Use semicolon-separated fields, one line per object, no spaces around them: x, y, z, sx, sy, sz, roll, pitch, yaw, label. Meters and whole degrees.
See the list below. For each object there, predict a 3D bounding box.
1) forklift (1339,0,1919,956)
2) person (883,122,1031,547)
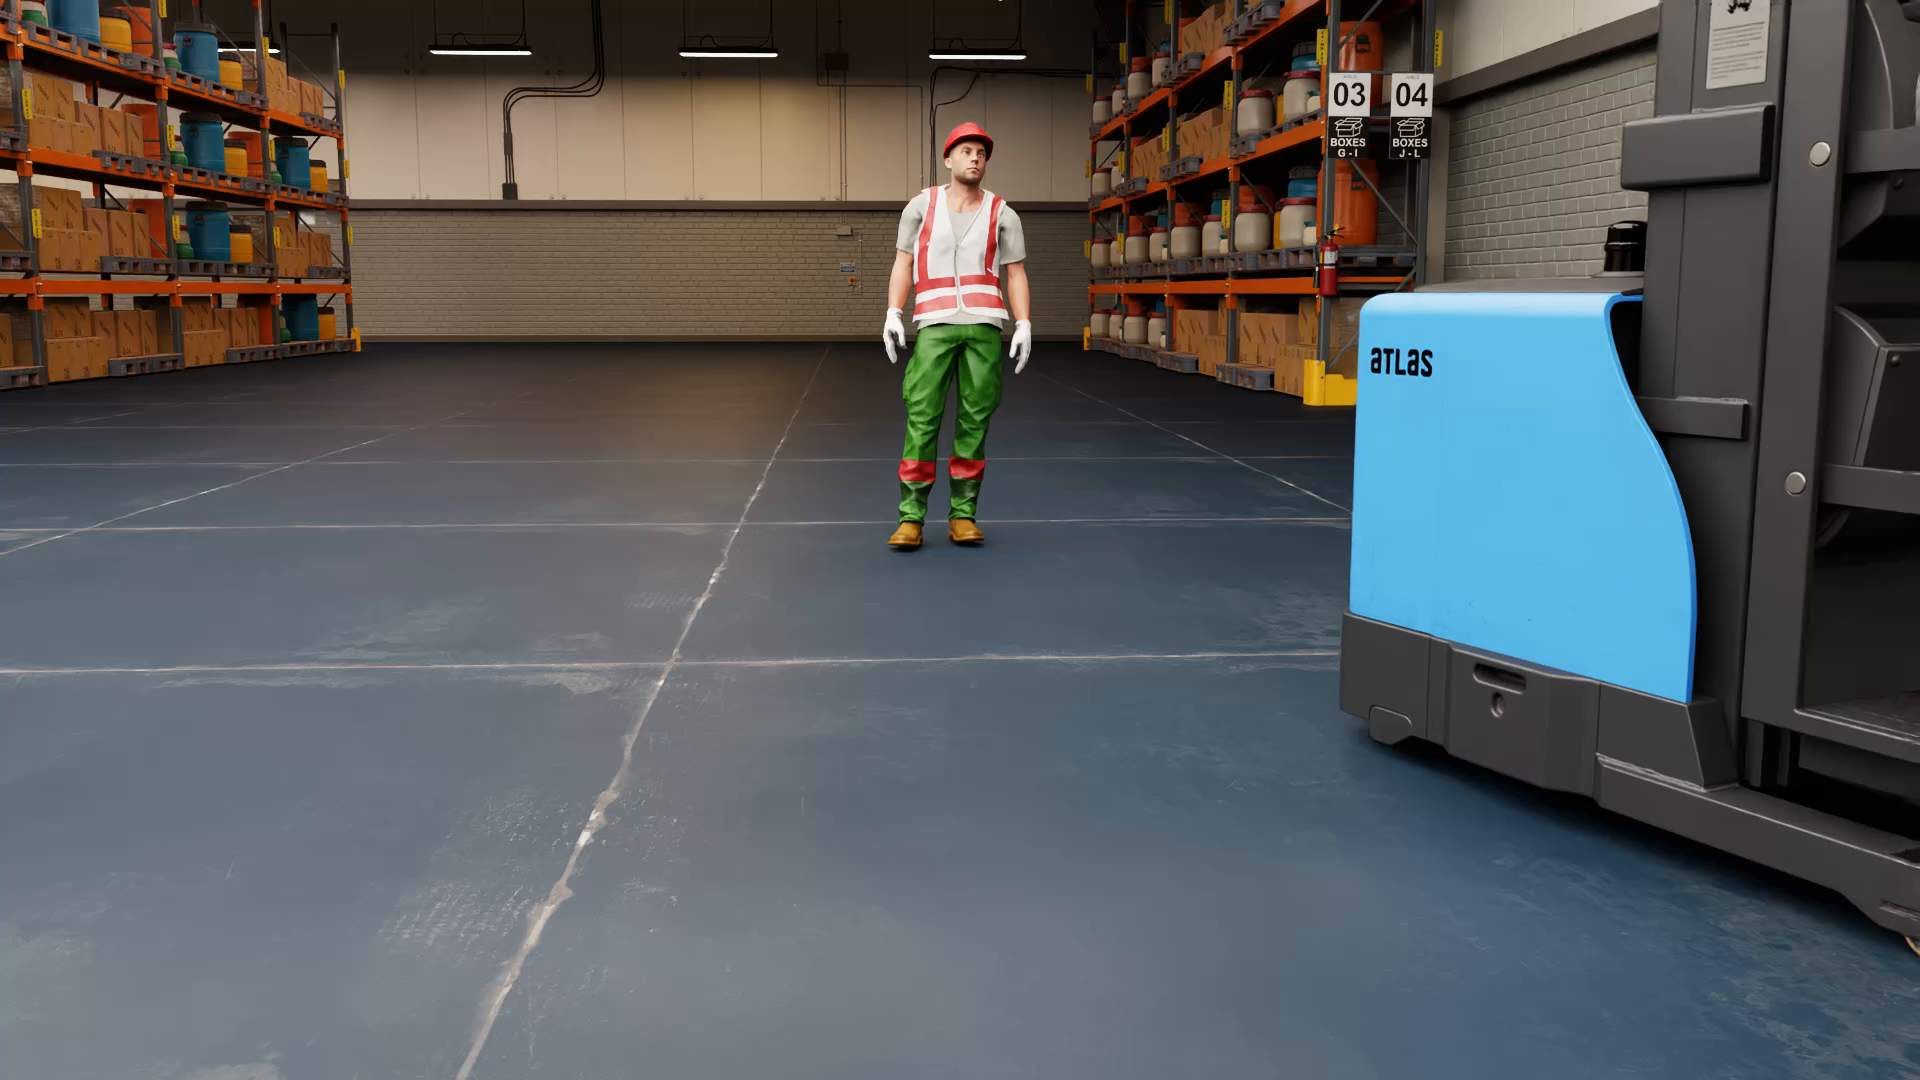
2.019;-0.808;2.768;1.130;2.935;3.031;-4;9;-25;forklift
-0.007;-0.881;7.098;0.637;1.787;0.564;-1;8;-4;person
